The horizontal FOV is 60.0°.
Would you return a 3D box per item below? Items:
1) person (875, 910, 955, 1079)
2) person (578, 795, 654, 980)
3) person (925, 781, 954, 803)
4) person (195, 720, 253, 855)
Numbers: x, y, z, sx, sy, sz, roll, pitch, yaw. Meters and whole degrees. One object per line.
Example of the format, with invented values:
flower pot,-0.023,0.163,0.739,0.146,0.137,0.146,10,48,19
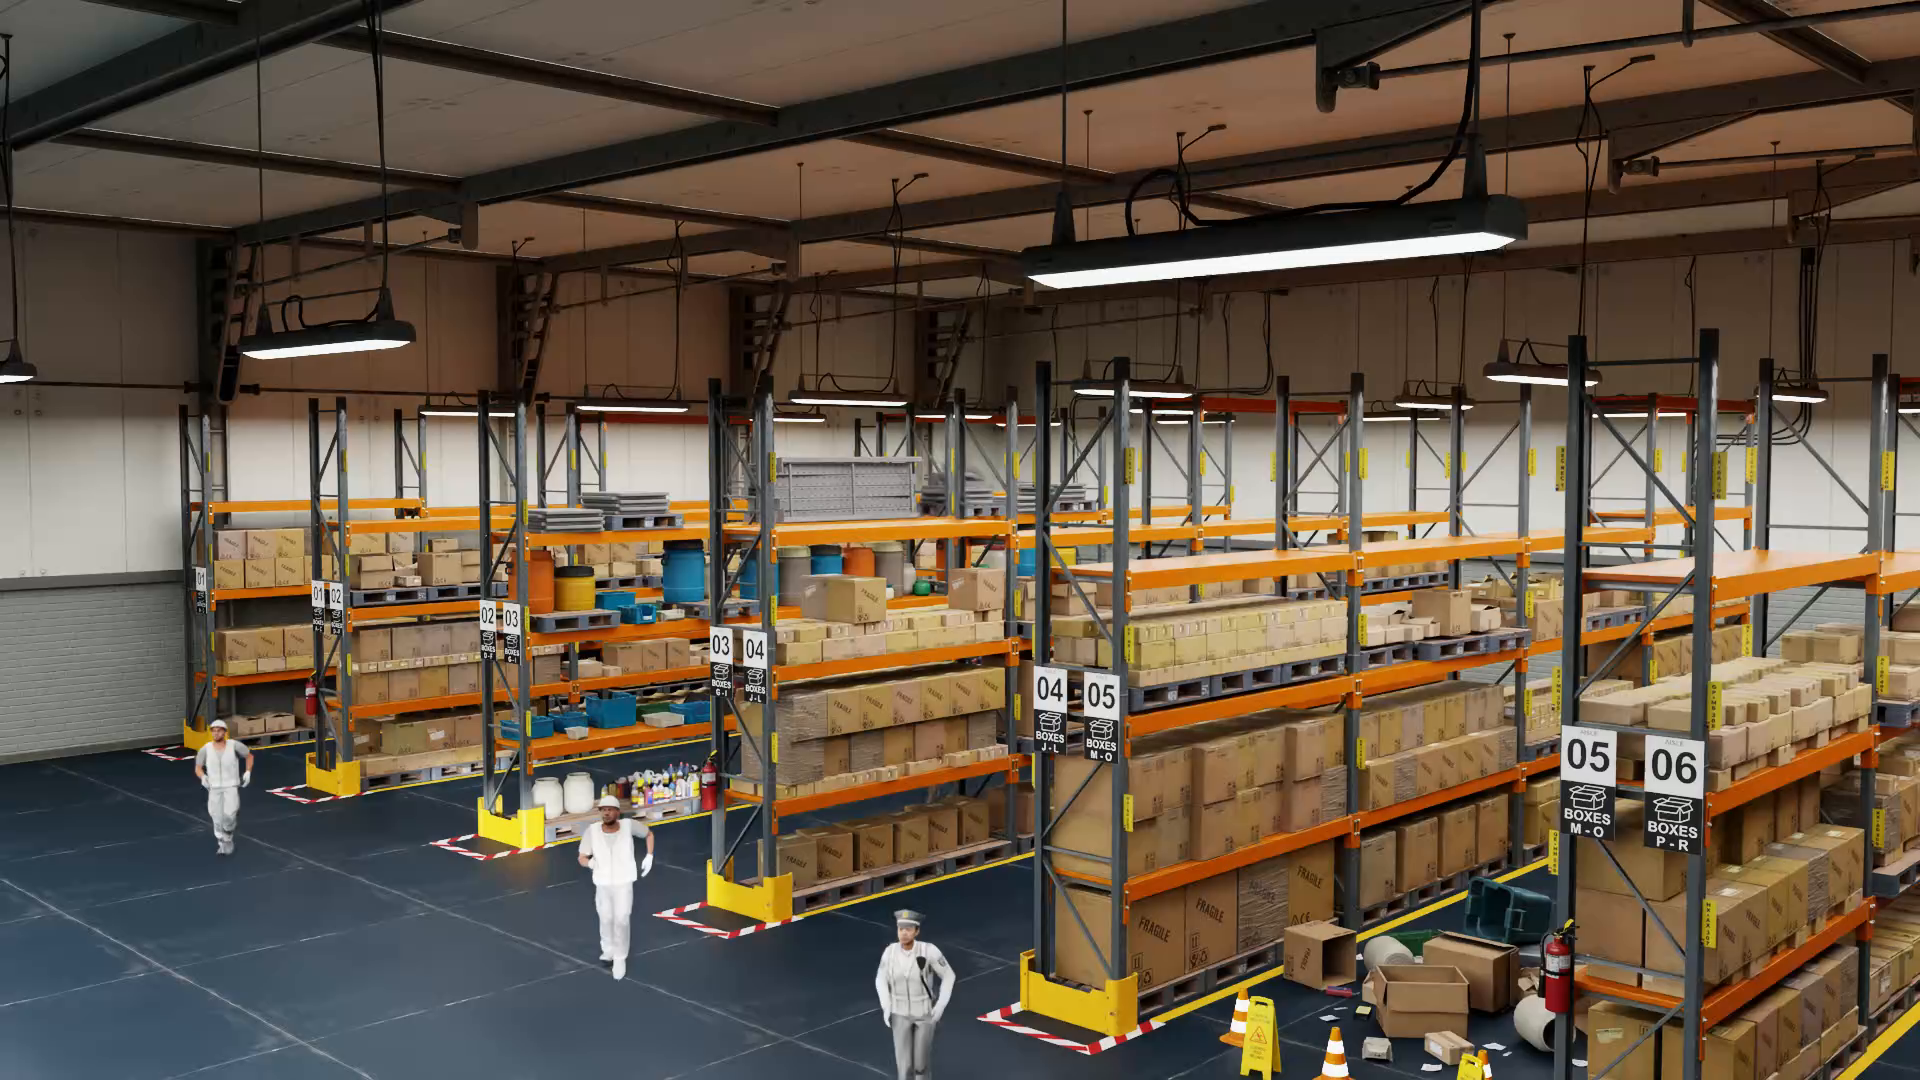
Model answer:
person,-0.345,3.659,12.926,0.625,1.681,0.621,1,3,10
person,-3.407,3.406,16.450,0.696,1.799,0.889,0,3,-2
person,-0.264,3.022,24.509,0.639,1.798,0.745,2,4,34
person,-9.395,3.165,21.196,0.673,1.738,0.617,-1,3,-16
